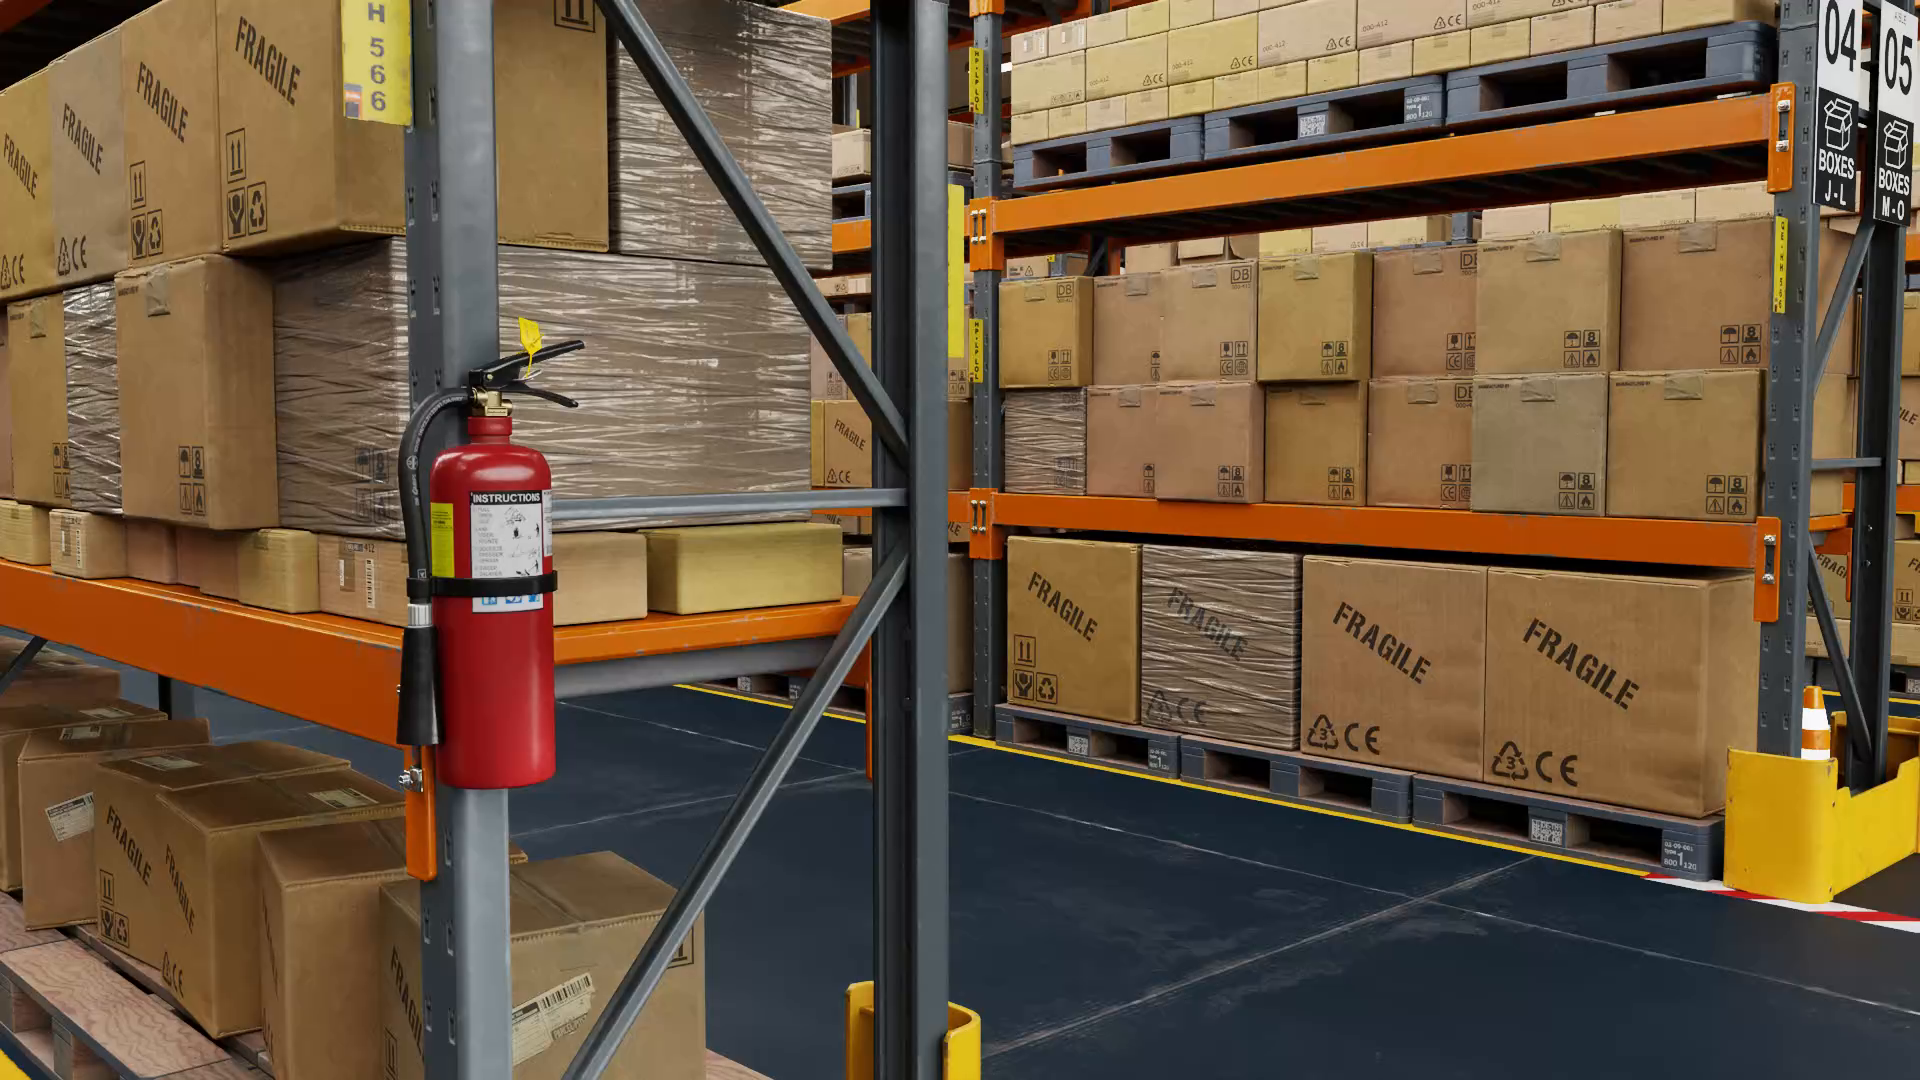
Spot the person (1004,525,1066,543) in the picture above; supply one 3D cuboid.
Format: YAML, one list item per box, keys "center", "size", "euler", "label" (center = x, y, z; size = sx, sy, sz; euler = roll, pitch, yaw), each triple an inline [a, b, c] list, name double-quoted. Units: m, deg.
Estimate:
- center: [0.537, -0.088, 12.548]
  size: [0.420, 1.774, 0.643]
  euler: [-4, 5, -44]
  label: "person"
